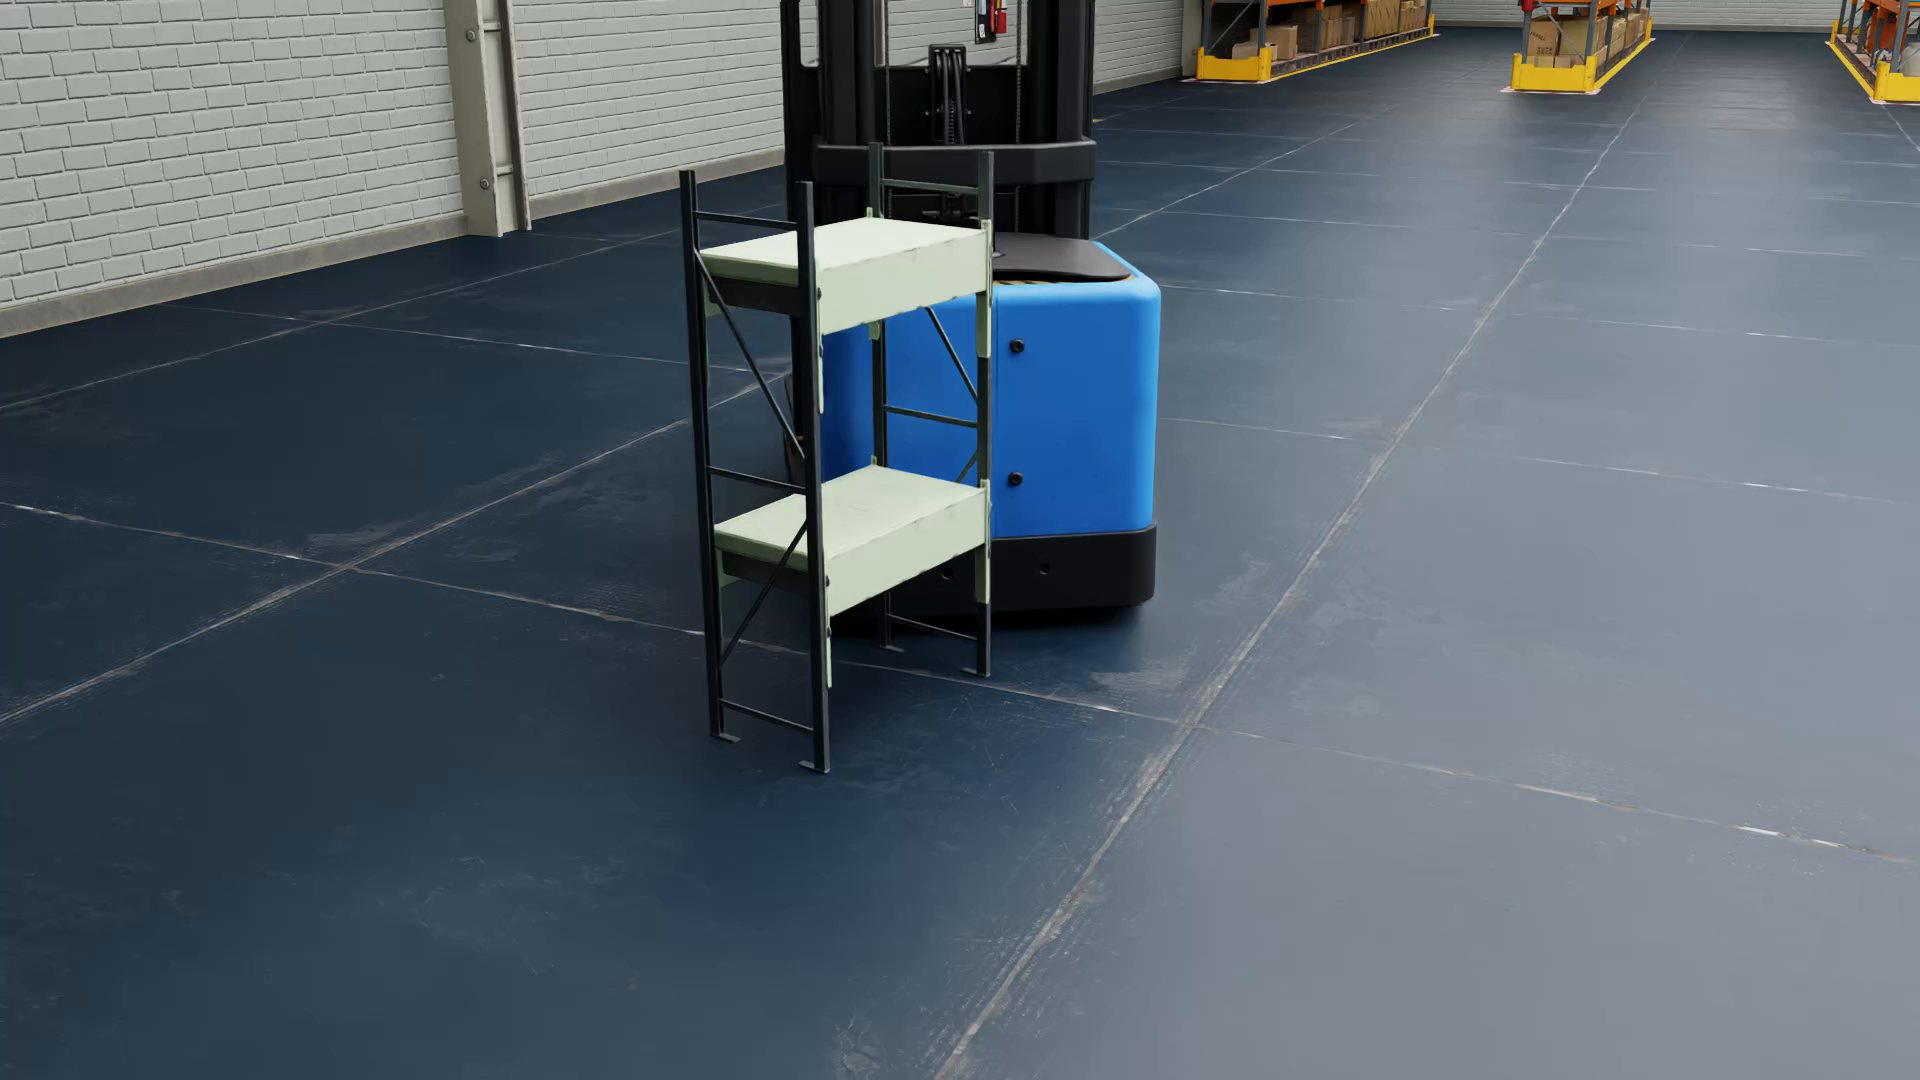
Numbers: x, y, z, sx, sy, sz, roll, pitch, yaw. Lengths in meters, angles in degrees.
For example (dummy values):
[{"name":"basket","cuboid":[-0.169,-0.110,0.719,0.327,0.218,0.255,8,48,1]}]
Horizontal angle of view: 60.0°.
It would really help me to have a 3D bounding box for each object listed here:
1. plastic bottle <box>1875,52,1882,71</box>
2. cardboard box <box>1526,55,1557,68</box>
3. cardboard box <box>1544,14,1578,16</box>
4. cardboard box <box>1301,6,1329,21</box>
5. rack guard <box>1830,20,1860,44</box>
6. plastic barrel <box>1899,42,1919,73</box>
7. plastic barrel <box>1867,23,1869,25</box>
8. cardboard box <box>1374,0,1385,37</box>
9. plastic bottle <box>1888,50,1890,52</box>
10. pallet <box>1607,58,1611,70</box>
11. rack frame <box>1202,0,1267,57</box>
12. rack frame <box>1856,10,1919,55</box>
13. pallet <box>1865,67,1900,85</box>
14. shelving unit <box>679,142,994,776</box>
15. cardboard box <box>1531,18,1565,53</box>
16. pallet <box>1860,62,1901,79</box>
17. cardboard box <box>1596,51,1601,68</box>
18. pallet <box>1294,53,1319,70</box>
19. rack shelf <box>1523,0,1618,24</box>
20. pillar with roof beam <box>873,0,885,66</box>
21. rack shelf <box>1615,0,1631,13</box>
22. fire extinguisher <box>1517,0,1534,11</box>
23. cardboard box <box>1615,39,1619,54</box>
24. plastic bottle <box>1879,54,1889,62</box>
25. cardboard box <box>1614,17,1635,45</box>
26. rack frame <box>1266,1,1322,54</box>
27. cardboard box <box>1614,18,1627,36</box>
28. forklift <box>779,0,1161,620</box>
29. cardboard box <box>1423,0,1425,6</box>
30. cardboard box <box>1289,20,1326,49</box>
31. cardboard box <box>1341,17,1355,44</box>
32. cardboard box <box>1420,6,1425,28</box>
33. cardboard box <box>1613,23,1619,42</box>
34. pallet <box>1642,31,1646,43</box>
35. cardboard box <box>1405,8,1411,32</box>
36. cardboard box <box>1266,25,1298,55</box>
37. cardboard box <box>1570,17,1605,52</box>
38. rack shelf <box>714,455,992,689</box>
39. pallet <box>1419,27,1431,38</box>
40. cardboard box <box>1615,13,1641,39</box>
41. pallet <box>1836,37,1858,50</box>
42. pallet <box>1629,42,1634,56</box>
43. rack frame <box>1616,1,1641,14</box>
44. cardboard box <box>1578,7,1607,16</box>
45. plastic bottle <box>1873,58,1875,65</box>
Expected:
[{"name":"plastic bottle","cuboid":[14.197,-7.396,25.686,0.061,0.283,0.133,10,22,25]},{"name":"cardboard box","cuboid":[8.884,-7.326,25.568,0.500,0.250,0.500,9,21,23]},{"name":"cardboard box","cuboid":[10.096,-8.599,28.028,0.500,0.500,0.500,9,21,23]},{"name":"cardboard box","cuboid":[6.724,-10.025,31.636,0.500,0.250,0.500,8,21,21]},{"name":"rack guard","cuboid":[20.001,-11.261,36.886,1.175,0.500,0.348,9,21,23]},{"name":"plastic barrel","cuboid":[13.856,-6.929,24.061,0.421,0.512,0.421,0,20,0]},{"name":"plastic barrel","cuboid":[17.524,-9.691,31.829,0.421,0.512,0.421,0,20,0]},{"name":"cardboard box","cuboid":[8.474,-11.002,35.009,0.750,0.750,0.750,8,21,22]},{"name":"plastic bottle","cuboid":[14.549,-7.534,26.074,0.061,0.283,0.133,9,21,23]},{"name":"pallet","cuboid":[10.838,-8.358,29.157,1.003,0.211,1.213,9,21,23]},{"name":"rack frame","cuboid":[4.413,-8.897,26.511,1.000,3.000,0.127,9,21,23]},{"name":"rack frame","cuboid":[16.727,-9.984,29.565,1.000,3.000,0.127,9,21,23]},{"name":"pallet","cuboid":[14.776,-7.247,26.033,1.003,0.211,1.213,9,21,23]},{"name":"shelving unit","cuboid":[-0.293,-0.244,4.416,0.431,1.500,0.755,13,24,33]},{"name":"cardboard box","cuboid":[9.278,-7.987,26.308,0.500,0.500,0.500,9,21,23]},{"name":"pallet","cuboid":[15.376,-7.692,27.284,1.003,0.211,1.213,9,21,23]},{"name":"cardboard box","cuboid":[9.972,-7.713,26.657,0.500,0.250,0.500,9,21,23]},{"name":"pallet","cuboid":[5.808,-8.596,29.825,1.003,0.211,1.213,9,21,23]},{"name":"rack shelf","cuboid":[9.753,-8.491,26.442,1.077,0.370,4.000,9,21,23]},{"name":"pillar with roof beam","cuboid":[2.924,-7.798,14.465,9.100,9.000,0.400,9,21,23]},{"name":"rack shelf","cuboid":[11.391,-9.714,29.881,1.077,0.370,4.000,9,21,23]},{"name":"fire extinguisher","cuboid":[8.462,-8.210,24.693,0.296,0.674,0.183,9,21,23]},{"name":"cardboard box","cuboid":[11.592,-8.904,30.005,0.500,0.250,0.500,9,21,24]},{"name":"plastic bottle","cuboid":[13.989,-7.199,25.144,0.152,0.276,0.135,8,21,21]},{"name":"cardboard box","cuboid":[13.076,-10.107,32.987,0.500,0.500,0.500,8,21,22]},{"name":"rack frame","cuboid":[6.051,-10.120,29.949,1.000,3.000,0.127,9,21,23]},{"name":"cardboard box","cuboid":[12.220,-9.637,31.230,0.500,0.311,0.500,9,22,24]},{"name":"forklift","cuboid":[-0.114,-1.591,6.069,1.130,2.935,3.031,-3,20,-8]},{"name":"cardboard box","cuboid":[10.883,-12.822,39.683,0.380,0.149,0.250,8,21,22]},{"name":"cardboard box","cuboid":[6.503,-9.542,31.397,0.700,0.500,0.500,8,21,22]},{"name":"cardboard box","cuboid":[7.442,-10.145,33.093,0.700,0.500,0.500,9,21,23]},{"name":"cardboard box","cuboid":[10.770,-12.581,39.972,0.700,0.500,0.500,9,21,23]},{"name":"cardboard box","cuboid":[11.389,-9.011,29.470,0.500,0.311,0.500,8,21,21]},{"name":"pallet","cuboid":[15.129,-11.529,38.072,1.003,0.211,1.213,9,21,23]},{"name":"cardboard box","cuboid":[9.936,-11.954,38.208,0.700,0.500,0.500,8,21,22]},{"name":"cardboard box","cuboid":[5.663,-8.827,29.387,0.500,0.500,0.500,7,21,19]},{"name":"cardboard box","cuboid":[9.973,-8.066,26.531,0.500,0.500,0.500,9,21,23]},{"name":"rack shelf","cuboid":[-0.293,0.063,4.525,0.431,0.370,0.720,13,24,33]},{"name":"pallet","cuboid":[10.709,-12.220,40.014,1.003,0.211,1.213,9,21,23]},{"name":"cardboard box","cuboid":[13.907,-10.727,34.728,0.500,0.500,0.500,8,21,22]},{"name":"pallet","cuboid":[19.129,-10.497,35.170,1.003,0.211,1.213,9,21,23]},{"name":"pallet","cuboid":[13.051,-9.945,33.619,1.003,0.211,1.213,9,21,23]},{"name":"rack frame","cuboid":[13.848,-11.887,34.918,1.000,3.000,0.127,9,21,23]},{"name":"cardboard box","cuboid":[12.398,-10.383,32.643,0.500,0.250,0.500,9,22,25]},{"name":"plastic bottle","cuboid":[14.476,-7.550,26.242,0.097,0.201,0.097,0,20,0]}]
